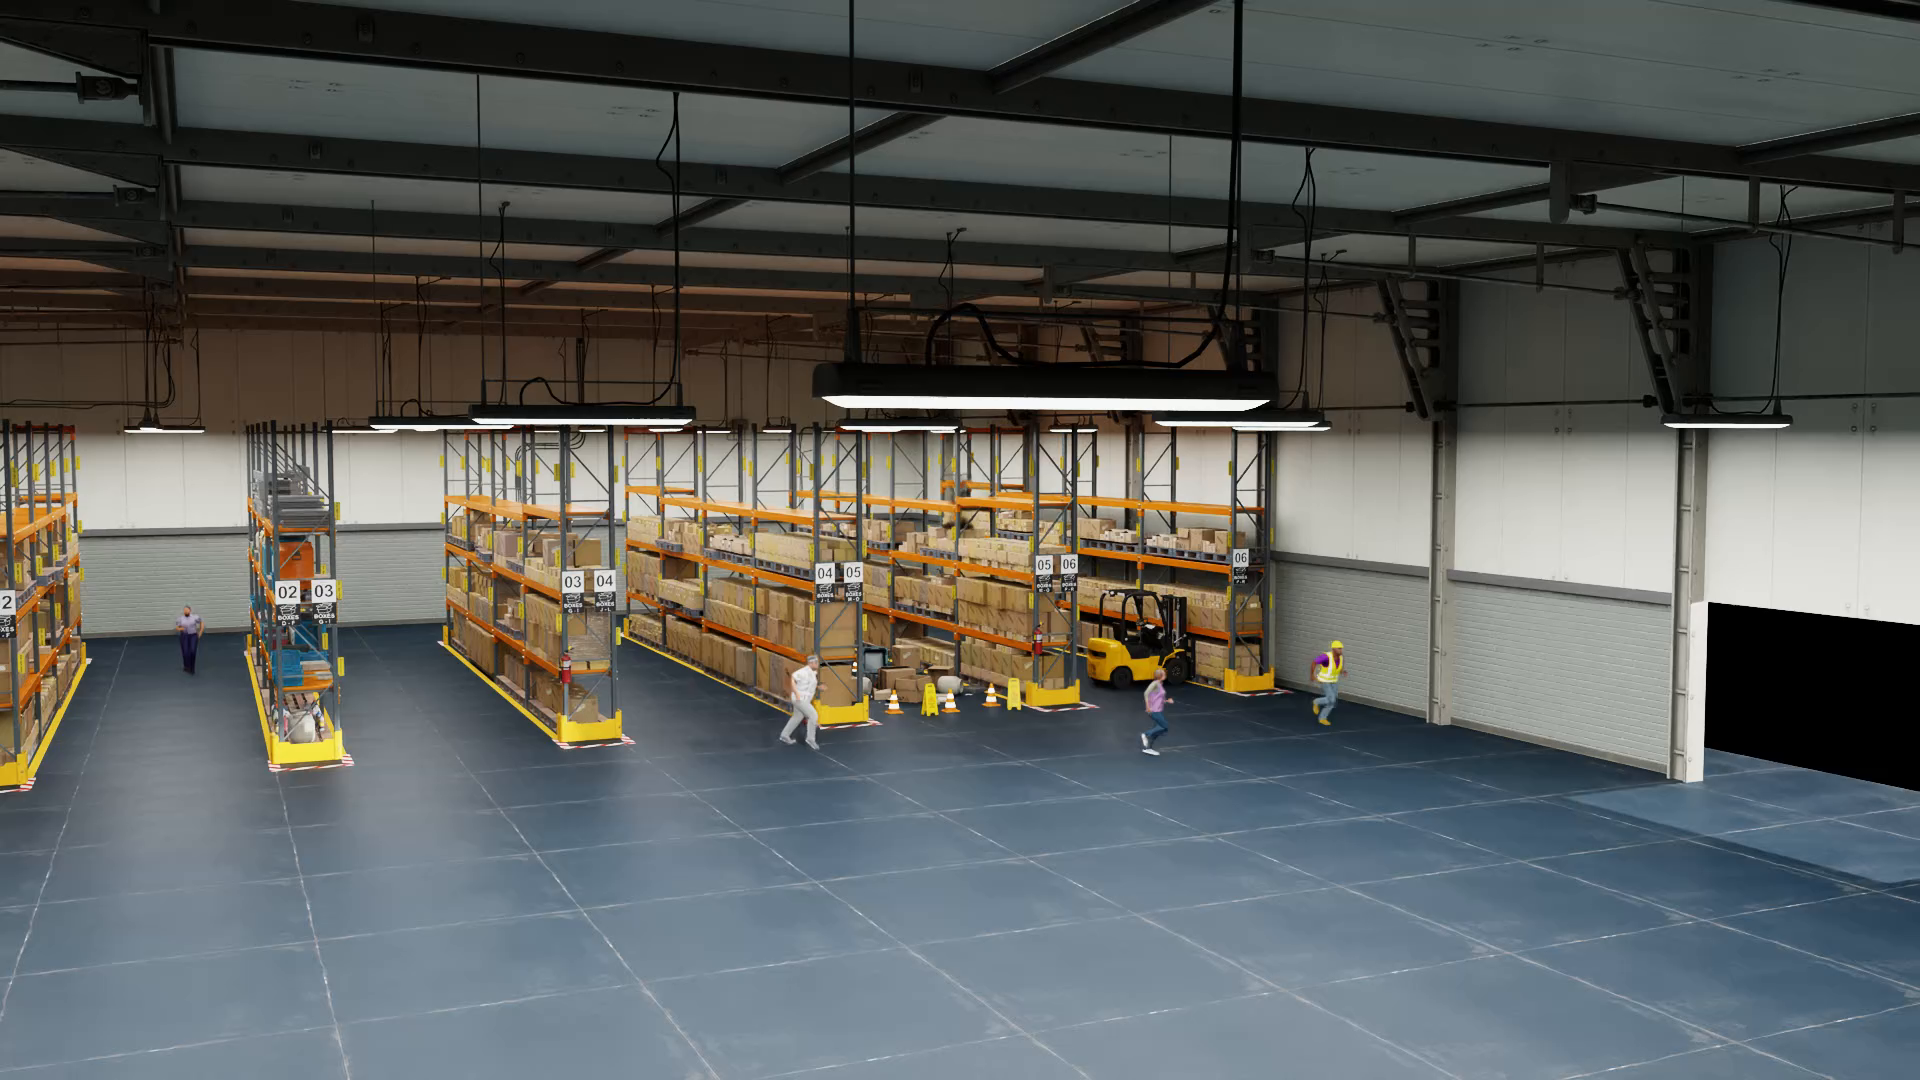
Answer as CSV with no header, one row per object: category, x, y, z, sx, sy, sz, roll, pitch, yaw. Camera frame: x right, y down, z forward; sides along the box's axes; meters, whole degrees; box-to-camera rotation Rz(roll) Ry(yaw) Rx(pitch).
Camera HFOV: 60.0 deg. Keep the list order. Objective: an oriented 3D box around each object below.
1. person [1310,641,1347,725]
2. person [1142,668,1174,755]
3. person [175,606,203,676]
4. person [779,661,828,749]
person,7.330,2.830,33.004,0.689,1.686,0.737,-3,5,-38
person,3.555,3.083,29.863,0.561,1.552,0.530,1,4,19
person,-18.574,2.421,40.061,0.606,1.686,0.802,-1,4,-18
person,-2.912,2.995,30.557,0.932,1.738,0.677,1,4,13
